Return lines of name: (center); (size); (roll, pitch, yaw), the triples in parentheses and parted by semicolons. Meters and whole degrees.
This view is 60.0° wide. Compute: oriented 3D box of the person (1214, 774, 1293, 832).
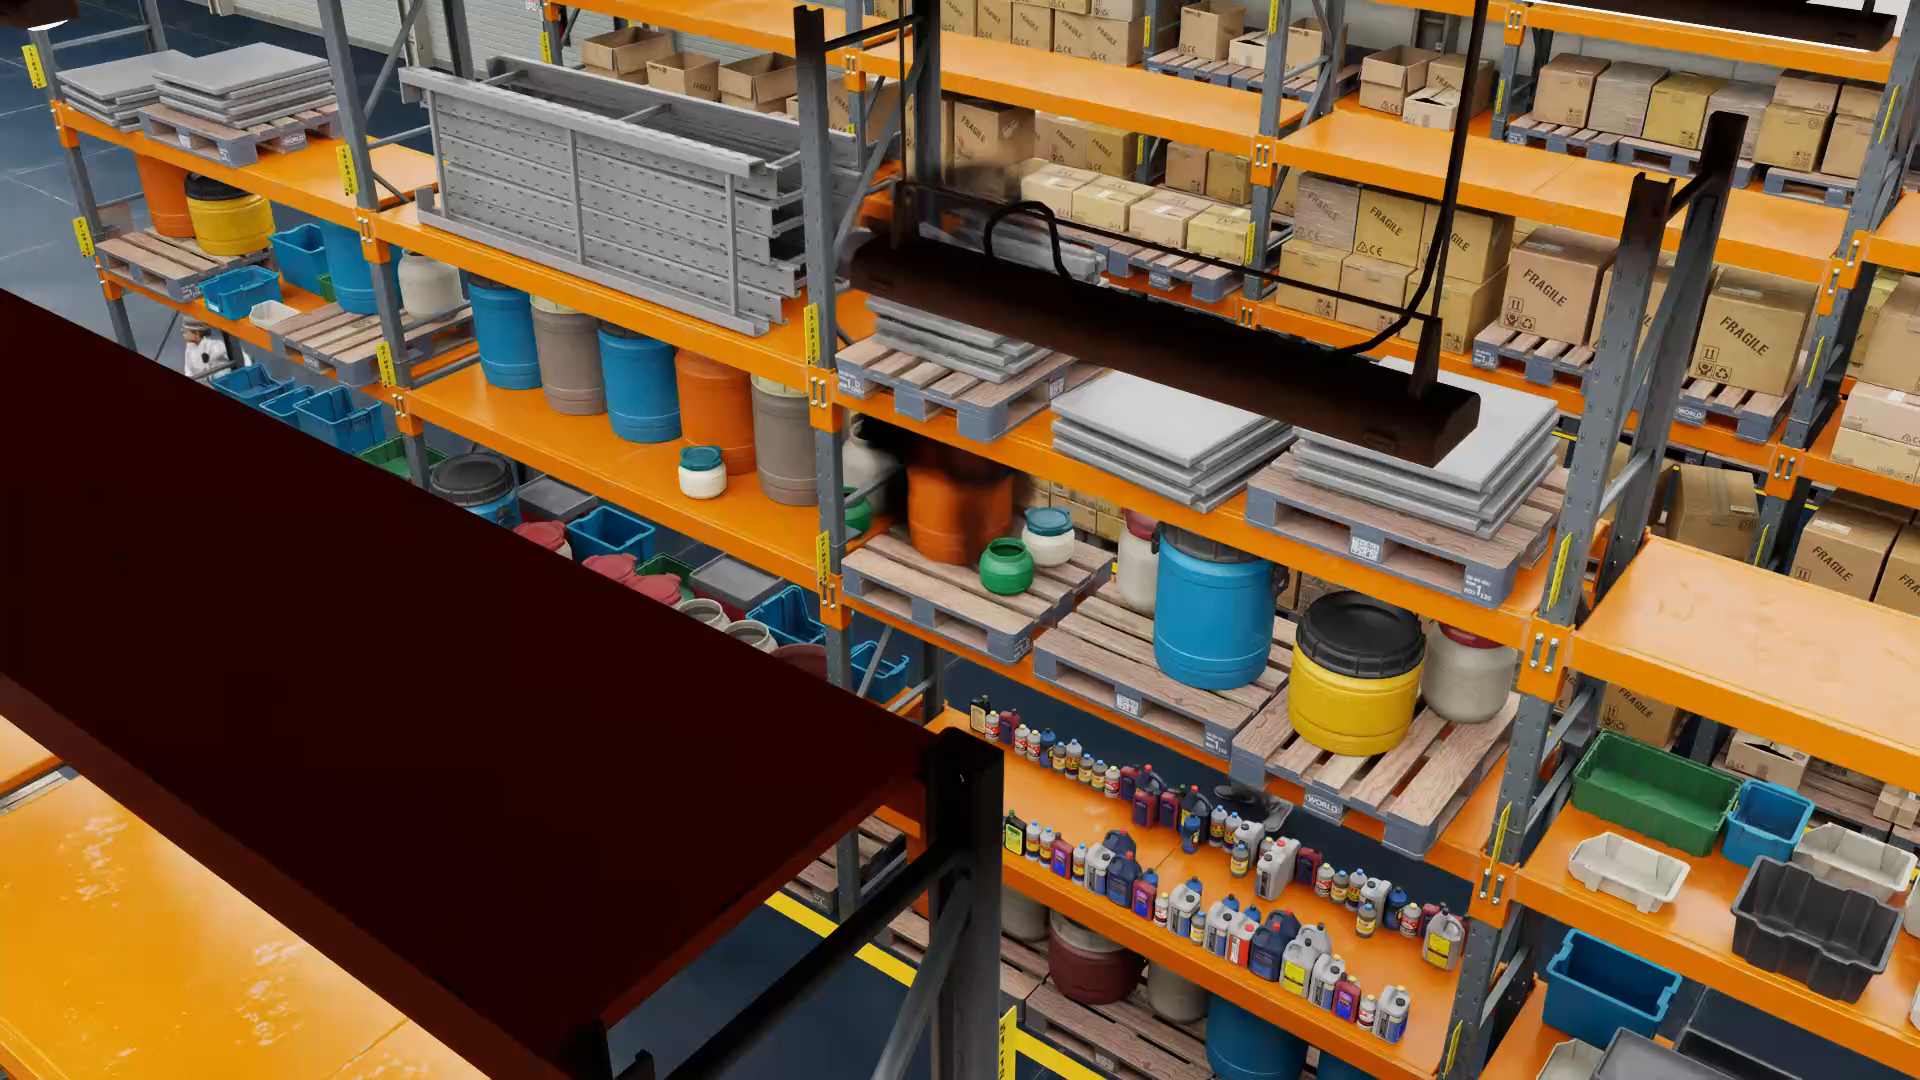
person: (1.980, 1.255, 11.782); (0.919, 1.511, 0.643); (9, 33, 15)

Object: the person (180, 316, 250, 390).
person: (-7.050, -1.393, 16.022); (0.731, 1.712, 0.654); (-26, 40, -36)
